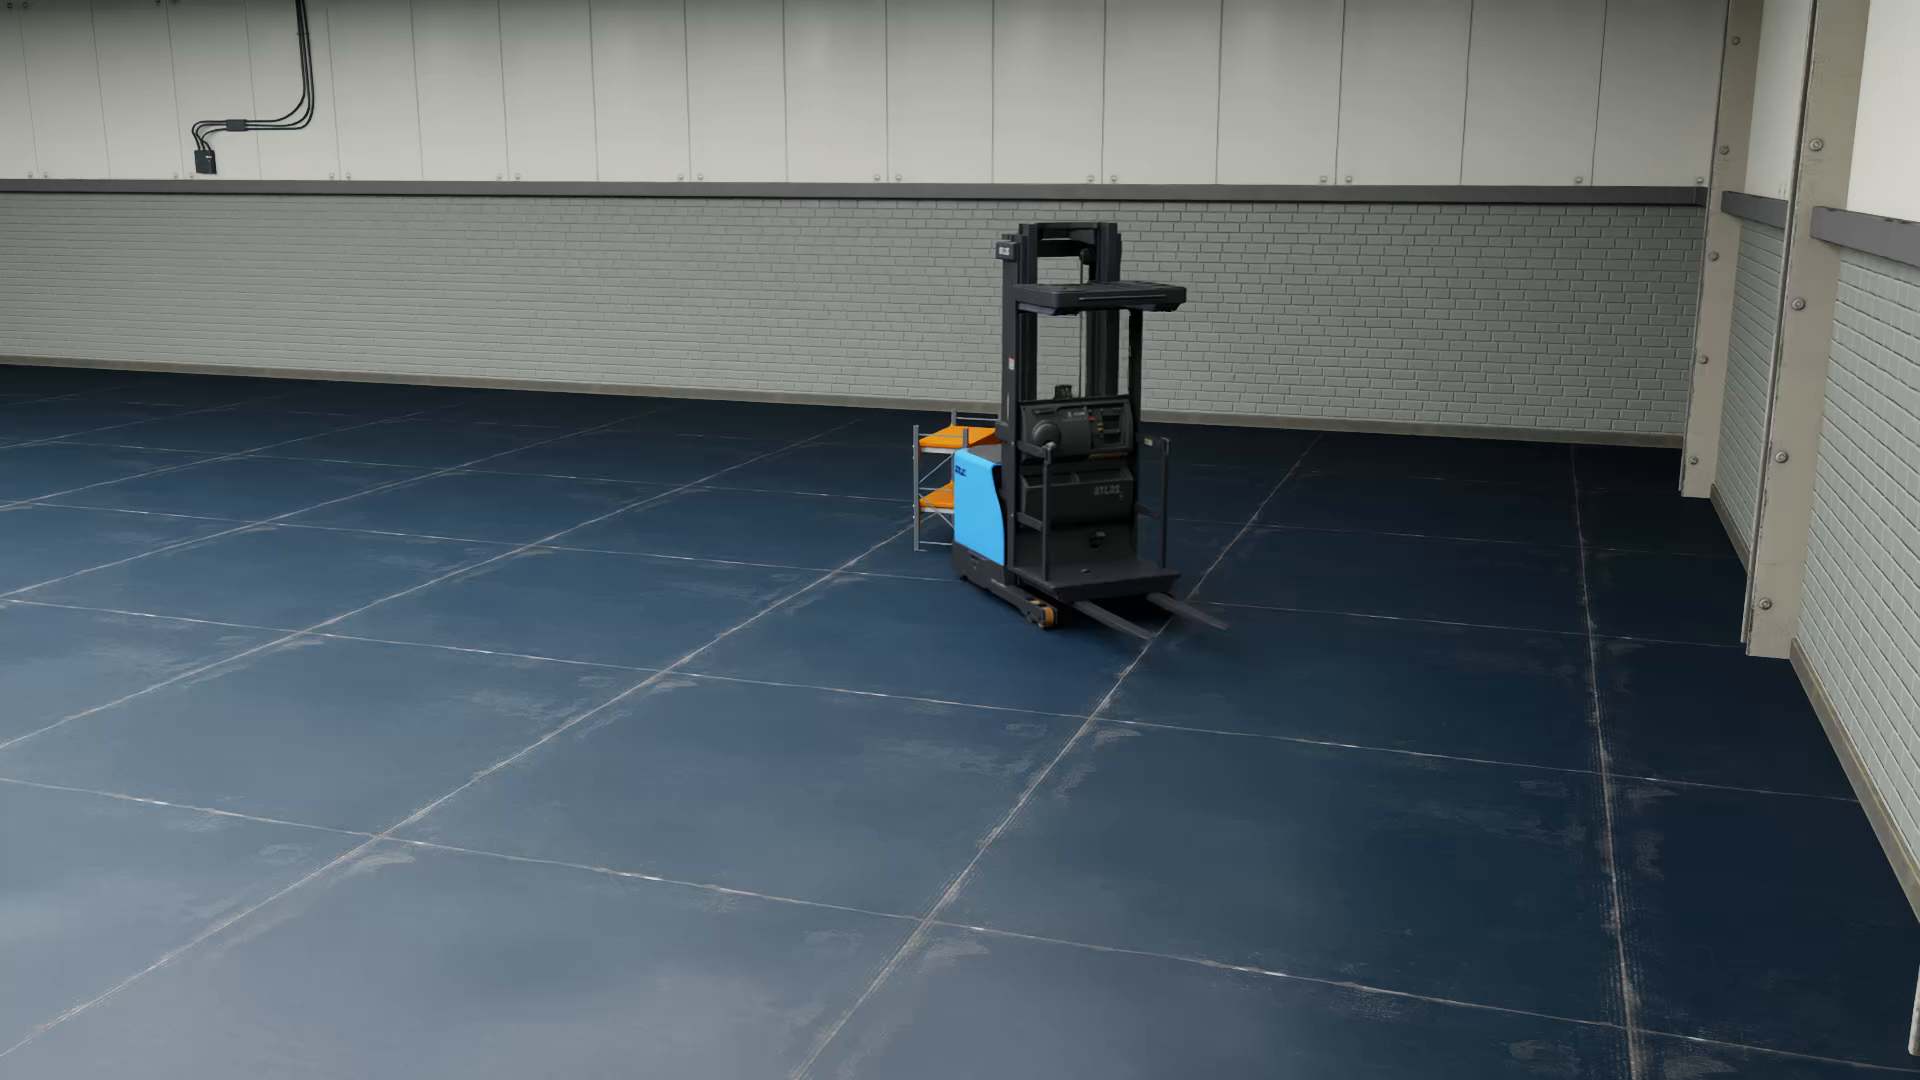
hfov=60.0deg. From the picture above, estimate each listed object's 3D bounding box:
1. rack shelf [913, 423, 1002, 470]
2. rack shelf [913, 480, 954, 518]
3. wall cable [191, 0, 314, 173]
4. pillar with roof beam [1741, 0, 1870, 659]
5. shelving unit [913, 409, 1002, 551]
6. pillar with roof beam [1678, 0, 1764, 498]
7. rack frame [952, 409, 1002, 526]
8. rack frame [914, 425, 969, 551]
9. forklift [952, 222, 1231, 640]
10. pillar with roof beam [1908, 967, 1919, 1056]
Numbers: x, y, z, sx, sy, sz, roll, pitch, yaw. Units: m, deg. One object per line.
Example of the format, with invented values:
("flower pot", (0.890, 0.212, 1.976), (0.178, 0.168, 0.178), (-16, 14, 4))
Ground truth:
("rack shelf", (-0.002, -0.832, 15.053), (0.538, 0.278, 1.000), (4, 14, 18))
("rack shelf", (-0.002, -0.309, 15.173), (0.538, 0.278, 1.000), (4, 14, 18))
("wall cable", (-10.939, -8.634, 25.212), (2.305, 6.003, 0.169), (4, 14, 18))
("pillar with roof beam", (1.670, -3.916, 12.186), (9.100, 9.000, 0.400), (4, 14, 18))
("shelving unit", (-0.002, -0.547, 15.119), (0.538, 1.125, 1.048), (4, 14, 18))
("pillar with roof beam", (3.612, -5.180, 17.721), (9.100, 9.000, 0.400), (4, 14, 18))
("rack frame", (0.162, -0.654, 15.588), (0.500, 1.125, 0.032), (4, 14, 18))
("rack frame", (-0.167, -0.440, 14.650), (0.500, 1.125, 0.032), (4, 14, 18))
("forklift", (0.983, -0.878, 12.510), (1.130, 2.935, 3.031), (-5, 14, -23))
("pillar with roof beam", (-0.271, -2.653, 6.651), (9.100, 9.000, 0.400), (4, 14, 18))
